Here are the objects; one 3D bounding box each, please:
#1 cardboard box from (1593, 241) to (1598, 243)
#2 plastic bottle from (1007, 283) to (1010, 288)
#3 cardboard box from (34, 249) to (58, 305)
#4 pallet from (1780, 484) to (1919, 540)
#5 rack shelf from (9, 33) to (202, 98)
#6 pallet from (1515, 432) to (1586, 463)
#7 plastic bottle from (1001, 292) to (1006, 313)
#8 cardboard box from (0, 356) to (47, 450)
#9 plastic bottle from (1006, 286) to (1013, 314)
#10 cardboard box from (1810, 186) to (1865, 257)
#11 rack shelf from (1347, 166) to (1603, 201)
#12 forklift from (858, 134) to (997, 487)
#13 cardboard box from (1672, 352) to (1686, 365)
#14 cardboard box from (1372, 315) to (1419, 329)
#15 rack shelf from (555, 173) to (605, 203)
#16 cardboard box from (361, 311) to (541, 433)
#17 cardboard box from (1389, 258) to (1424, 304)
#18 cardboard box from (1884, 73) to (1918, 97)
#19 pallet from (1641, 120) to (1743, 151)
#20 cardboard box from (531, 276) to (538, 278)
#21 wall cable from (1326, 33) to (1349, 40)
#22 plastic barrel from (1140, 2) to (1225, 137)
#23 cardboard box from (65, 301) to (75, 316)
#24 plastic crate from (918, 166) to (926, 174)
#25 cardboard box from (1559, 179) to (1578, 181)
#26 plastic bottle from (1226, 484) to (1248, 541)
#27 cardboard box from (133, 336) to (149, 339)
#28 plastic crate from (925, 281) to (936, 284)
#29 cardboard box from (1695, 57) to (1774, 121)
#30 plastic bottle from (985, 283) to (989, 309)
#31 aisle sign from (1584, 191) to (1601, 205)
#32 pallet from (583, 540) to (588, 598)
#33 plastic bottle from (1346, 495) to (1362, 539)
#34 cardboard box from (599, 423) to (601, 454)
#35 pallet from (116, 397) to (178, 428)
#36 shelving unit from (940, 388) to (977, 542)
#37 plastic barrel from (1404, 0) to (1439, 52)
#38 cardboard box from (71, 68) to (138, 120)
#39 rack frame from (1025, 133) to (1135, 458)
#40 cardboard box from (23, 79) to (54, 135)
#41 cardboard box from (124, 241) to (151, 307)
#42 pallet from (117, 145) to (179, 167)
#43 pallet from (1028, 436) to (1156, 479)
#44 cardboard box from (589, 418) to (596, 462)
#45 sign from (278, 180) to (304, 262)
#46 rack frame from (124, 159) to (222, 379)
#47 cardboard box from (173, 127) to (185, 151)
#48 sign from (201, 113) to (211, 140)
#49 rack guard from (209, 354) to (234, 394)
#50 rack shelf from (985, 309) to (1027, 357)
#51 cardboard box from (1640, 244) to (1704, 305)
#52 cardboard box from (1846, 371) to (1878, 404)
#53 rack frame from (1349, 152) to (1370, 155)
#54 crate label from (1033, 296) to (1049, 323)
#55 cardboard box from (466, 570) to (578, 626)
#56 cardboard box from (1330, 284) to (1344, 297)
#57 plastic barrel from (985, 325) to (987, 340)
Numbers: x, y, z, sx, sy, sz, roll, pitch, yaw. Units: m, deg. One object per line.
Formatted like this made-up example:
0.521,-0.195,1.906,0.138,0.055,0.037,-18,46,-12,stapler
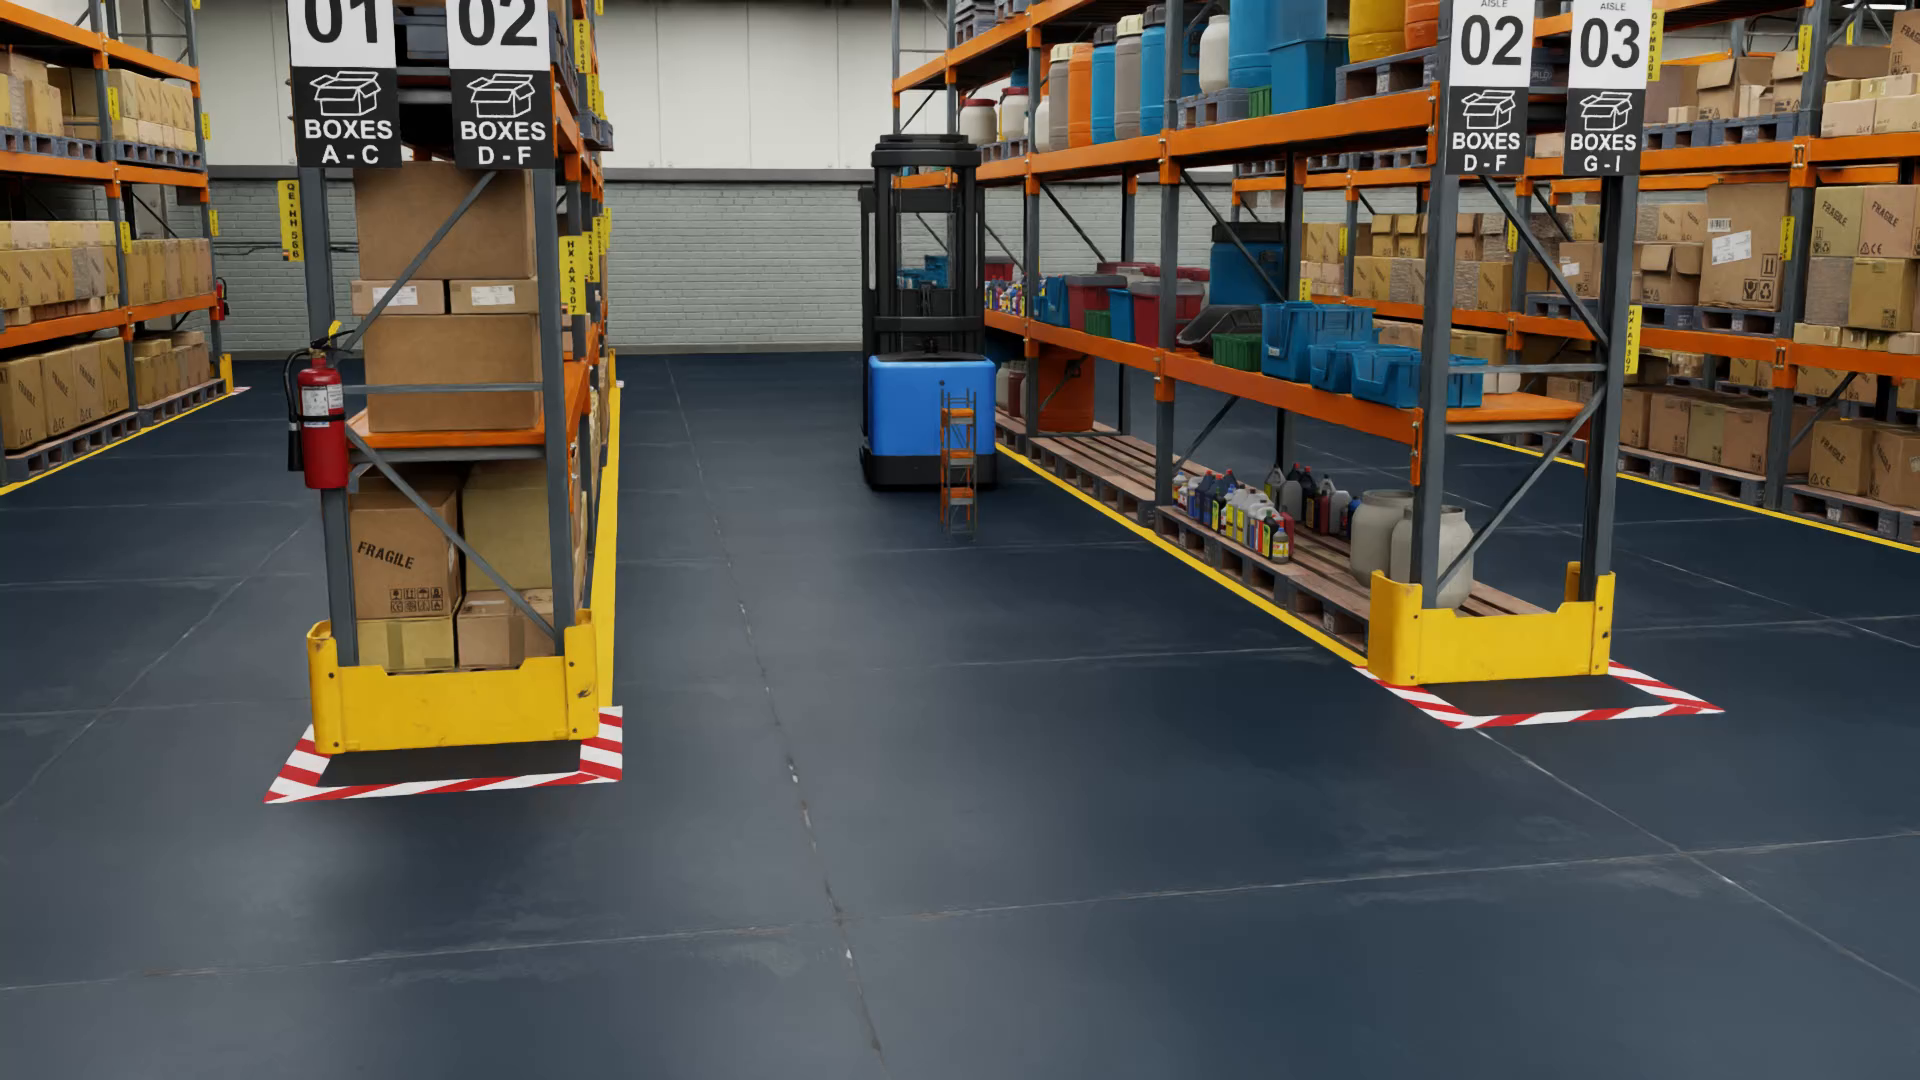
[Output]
9.343,-4.001,23.634,0.500,0.500,0.500,-2,11,-10,cardboard box
0.514,-2.527,17.263,0.061,0.283,0.133,-2,11,-11,plastic bottle
-8.622,-2.407,15.206,0.500,0.500,0.500,-2,11,-11,cardboard box
6.929,-0.232,12.349,1.003,0.211,1.213,-2,11,-11,pallet
-9.757,-5.414,19.069,1.077,0.370,4.000,-2,11,-11,rack shelf
6.137,-0.944,16.090,1.003,0.211,1.213,-2,11,-11,pallet
0.468,-2.409,16.863,0.097,0.201,0.097,0,11,0,plastic bottle
-8.604,-1.206,14.639,0.750,0.750,0.750,-2,11,-12,cardboard box
0.505,-2.408,16.669,0.097,0.271,0.097,0,11,0,plastic bottle
6.602,-2.318,12.115,0.500,0.500,0.500,-2,11,-11,cardboard box
5.597,-3.944,18.297,1.077,0.370,4.000,-2,11,-11,rack shelf
-0.349,-2.116,14.972,1.130,2.935,3.031,-1,11,-5,forklift
9.655,-2.400,21.988,0.380,0.149,0.250,-3,11,-14,cardboard box
5.352,-2.236,19.984,1.225,0.875,0.875,-2,11,-11,cardboard box
-4.899,-4.318,20.262,1.077,0.370,4.000,-2,11,-11,rack shelf
-2.254,-0.765,7.428,0.700,0.500,0.500,-2,11,-11,cardboard box
5.248,-2.962,18.970,0.500,0.500,0.500,-2,11,-12,cardboard box
6.676,-3.151,11.542,0.380,0.149,0.250,-2,11,-11,cardboard box
6.544,-3.412,14.079,1.213,0.211,1.003,-2,11,-11,pallet
-2.095,-1.126,7.588,0.380,0.149,0.250,-2,11,-12,cardboard box
6.711,-9.614,29.537,2.277,5.999,0.120,-2,11,-11,wall cable
1.594,-3.348,11.903,0.600,0.901,0.708,-2,11,-11,plastic barrel
-8.821,-2.250,16.115,0.380,0.149,0.250,-2,11,-13,cardboard box
-0.300,-4.742,20.881,0.437,0.282,0.530,-2,11,-11,plastic crate
9.152,-5.394,24.394,0.500,0.250,0.500,-2,11,-9,cardboard box
1.775,-0.182,10.540,0.144,0.351,0.185,-2,11,-11,plastic bottle
-9.884,-2.339,19.792,0.380,0.149,0.250,-2,11,-10,cardboard box
-0.284,-3.219,21.130,0.293,0.136,0.466,-2,11,-11,plastic crate
6.586,-3.716,13.778,0.797,0.503,0.637,-2,11,-9,cardboard box
0.306,-2.596,17.657,0.097,0.271,0.097,0,11,0,plastic bottle
9.595,-5.387,25.026,0.394,0.787,0.004,-2,11,-11,aisle sign
-2.840,0.153,10.325,1.003,0.211,1.213,-2,11,-11,pallet
2.511,-0.148,10.570,0.097,0.271,0.097,0,11,0,plastic bottle
-3.390,-0.865,14.451,0.500,0.250,0.500,-2,11,-10,cardboard box
-9.439,-1.423,18.606,1.003,0.211,1.213,-2,11,-11,pallet
-0.010,-0.526,11.650,0.215,1.050,0.252,-2,11,-11,shelving unit
2.465,-2.785,8.012,0.600,0.830,0.708,-2,11,-11,plastic barrel
-9.232,-4.815,17.953,0.500,0.500,0.500,-2,11,-12,cardboard box
1.128,-2.277,15.636,1.000,3.000,0.127,-2,11,-11,rack frame
-9.133,-4.124,15.874,0.700,0.500,0.500,-2,11,-12,cardboard box
-9.458,-2.898,18.096,0.980,0.700,0.700,-2,11,-10,cardboard box
-9.751,-4.454,19.289,1.003,0.211,1.213,-2,11,-11,pallet
1.240,-0.763,15.143,1.003,0.211,1.213,-2,11,-11,pallet
-2.984,-0.766,12.432,0.500,0.311,0.500,-2,11,-13,cardboard box
-2.711,-1.298,6.764,0.100,0.325,0.005,-2,11,-11,sign
-10.146,-3.384,21.452,1.000,3.000,0.127,-2,11,-11,rack frame
-9.641,-4.819,19.981,0.500,0.250,0.500,-3,11,-13,cardboard box
-9.611,-5.271,21.187,0.100,0.325,0.005,-2,11,-11,sign
-10.151,-2.160,21.709,1.175,0.500,0.348,-2,11,-11,rack guard
0.739,-2.290,17.631,1.077,0.370,4.000,-2,11,-11,rack shelf
6.336,-2.295,14.332,0.797,0.503,0.637,-1,11,-5,cardboard box
10.389,-1.804,18.713,0.500,0.500,0.500,-2,11,-9,cardboard box
5.208,-6.138,19.876,1.000,3.000,0.127,-2,11,-11,rack frame
0.842,-2.104,15.174,0.303,0.233,0.416,-2,11,-11,crate label
-2.163,0.316,8.243,0.500,0.250,0.500,-2,11,-11,cardboard box
4.828,-3.111,20.692,0.380,0.149,0.250,-2,11,-11,cardboard box
0.439,-2.086,19.120,0.600,0.901,0.708,-2,11,-11,plastic barrel
